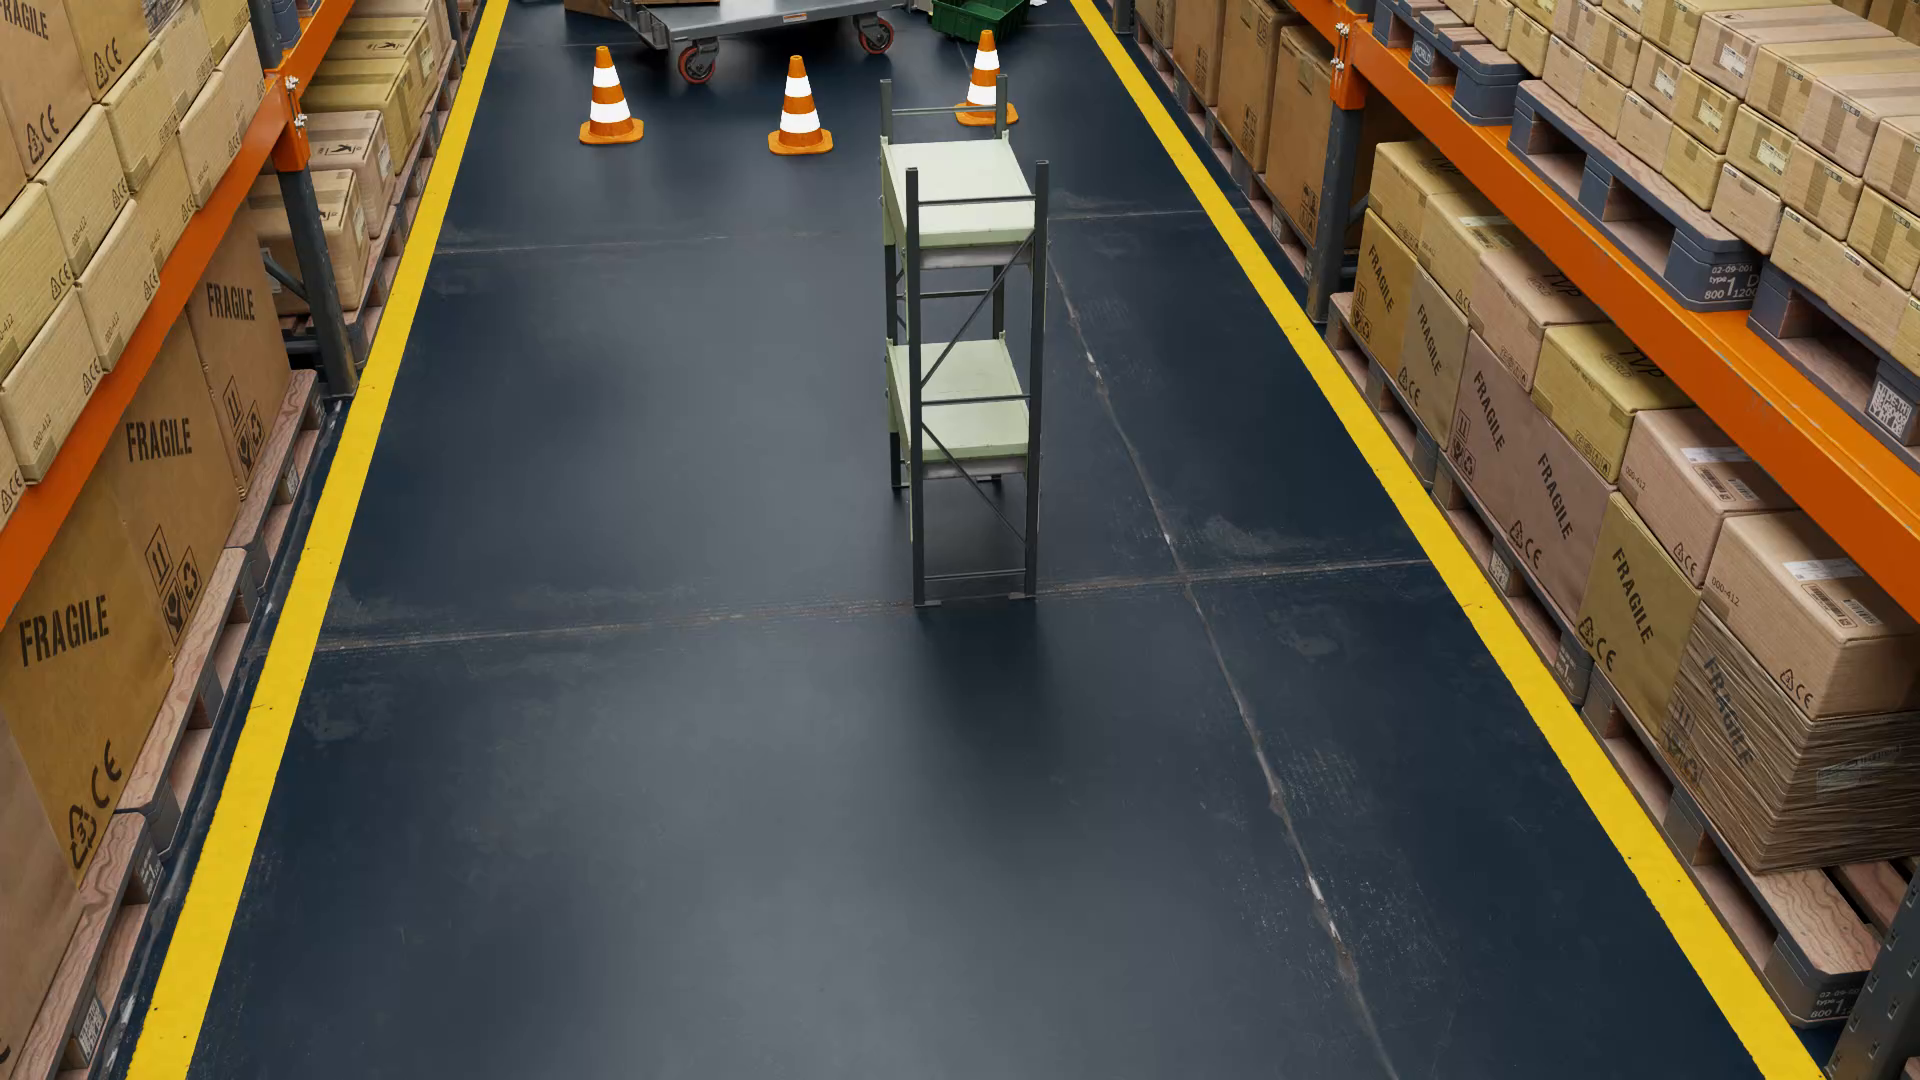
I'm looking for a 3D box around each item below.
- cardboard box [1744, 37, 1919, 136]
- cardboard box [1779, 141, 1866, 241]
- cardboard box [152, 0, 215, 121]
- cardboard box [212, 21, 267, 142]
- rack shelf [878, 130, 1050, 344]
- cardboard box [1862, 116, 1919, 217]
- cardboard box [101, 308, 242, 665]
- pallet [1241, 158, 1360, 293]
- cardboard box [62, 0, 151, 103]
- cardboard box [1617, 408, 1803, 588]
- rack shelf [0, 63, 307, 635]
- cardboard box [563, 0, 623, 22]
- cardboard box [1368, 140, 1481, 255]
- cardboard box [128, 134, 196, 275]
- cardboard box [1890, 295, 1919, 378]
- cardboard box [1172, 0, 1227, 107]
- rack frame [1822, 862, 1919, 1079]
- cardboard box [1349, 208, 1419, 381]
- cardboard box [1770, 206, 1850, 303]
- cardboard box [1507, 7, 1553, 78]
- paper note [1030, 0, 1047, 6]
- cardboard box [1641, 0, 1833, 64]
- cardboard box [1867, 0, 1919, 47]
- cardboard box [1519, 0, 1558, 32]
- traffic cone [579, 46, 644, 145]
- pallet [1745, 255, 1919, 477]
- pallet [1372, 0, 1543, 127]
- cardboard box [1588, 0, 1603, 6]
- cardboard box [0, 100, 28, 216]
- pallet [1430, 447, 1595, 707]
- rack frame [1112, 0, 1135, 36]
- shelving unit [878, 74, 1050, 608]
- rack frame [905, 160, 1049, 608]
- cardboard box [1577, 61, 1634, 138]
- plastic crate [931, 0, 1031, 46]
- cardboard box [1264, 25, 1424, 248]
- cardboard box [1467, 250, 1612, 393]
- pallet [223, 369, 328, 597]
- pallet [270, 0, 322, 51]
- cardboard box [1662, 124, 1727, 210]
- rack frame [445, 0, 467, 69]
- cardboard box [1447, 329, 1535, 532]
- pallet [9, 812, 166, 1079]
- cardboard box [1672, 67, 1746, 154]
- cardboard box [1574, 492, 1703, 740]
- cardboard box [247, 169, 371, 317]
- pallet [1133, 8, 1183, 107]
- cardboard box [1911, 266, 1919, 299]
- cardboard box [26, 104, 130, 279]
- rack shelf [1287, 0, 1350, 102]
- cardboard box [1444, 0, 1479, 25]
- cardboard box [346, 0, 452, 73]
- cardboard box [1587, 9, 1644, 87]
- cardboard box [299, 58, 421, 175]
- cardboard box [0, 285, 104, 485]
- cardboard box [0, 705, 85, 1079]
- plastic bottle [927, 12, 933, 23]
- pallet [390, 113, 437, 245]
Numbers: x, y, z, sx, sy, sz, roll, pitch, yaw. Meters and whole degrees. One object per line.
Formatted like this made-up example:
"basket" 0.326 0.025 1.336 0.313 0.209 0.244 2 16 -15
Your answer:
"cardboard box" 2.152 -1.095 4.015 0.380 0.149 0.250 -5 35 -8
"cardboard box" 2.177 -0.830 3.890 0.380 0.149 0.250 -5 35 -8
"cardboard box" -2.506 -1.401 4.831 0.500 0.250 0.500 -5 35 -8
"cardboard box" -2.570 -1.468 5.374 0.500 0.250 0.500 -6 35 -8
"rack shelf" -0.001 -0.946 5.113 0.431 0.370 0.720 -4 35 -6
"cardboard box" 2.217 -0.811 3.598 0.380 0.149 0.250 -5 35 -8
"cardboard box" -2.769 -0.199 4.892 0.875 0.875 0.875 -4 34 -6
"pallet" 1.965 -1.517 7.789 1.003 0.211 1.213 -4 35 -6
"cardboard box" -2.429 -1.415 4.187 0.500 0.500 0.500 -4 35 -6
"cardboard box" 2.128 -0.127 4.453 0.500 0.250 0.500 -3 34 -4
"rack shelf" -2.626 -0.379 4.282 1.077 0.370 4.000 -4 35 -6
"cardboard box" -2.229 -3.694 10.724 0.500 0.500 0.500 20 39 26
"cardboard box" 1.849 -1.271 6.133 0.500 0.250 0.500 -6 35 -9
"cardboard box" -2.434 -0.902 4.543 0.500 0.250 0.500 -5 35 -7
"cardboard box" 2.249 -0.413 3.543 0.380 0.149 0.250 -4 34 -6
"cardboard box" 1.757 -2.822 8.852 1.050 0.750 0.750 -4 35 -6
"rack frame" 2.534 0.008 3.075 1.000 3.000 0.127 -4 35 -6
"cardboard box" 1.839 -0.951 6.328 0.500 0.500 0.500 -6 35 -8
"cardboard box" 2.184 -0.692 3.953 0.380 0.149 0.250 -6 35 -9
"cardboard box" 1.967 -1.578 5.252 0.380 0.149 0.250 -3 34 -4
"paper note" 0.471 -3.536 10.911 0.142 0.020 0.147 27 43 34
"cardboard box" 2.075 -1.394 4.454 0.380 0.149 0.250 -5 35 -7
"cardboard box" 2.722 -1.434 4.512 0.380 0.149 0.250 -3 34 -5
"cardboard box" 1.974 -1.691 5.154 0.380 0.149 0.250 -4 35 -6
"traffic cone" -1.879 -2.391 8.847 0.336 0.463 0.334 -4 35 -6
"pallet" 2.576 -0.350 3.771 1.003 0.211 1.213 -4 35 -6
"pallet" 2.198 -1.755 5.832 1.213 0.211 1.003 -4 35 -6
"cardboard box" 2.007 -1.681 4.876 0.380 0.149 0.250 -3 34 -4
"cardboard box" -2.292 -0.844 3.349 0.500 0.500 0.500 -5 35 -8
"pallet" 2.261 0.044 5.498 1.003 0.211 1.213 -4 35 -6
"rack frame" 1.458 -4.456 9.625 1.000 3.000 0.127 -4 35 -6
"shelving unit" -0.001 -0.623 5.333 0.431 1.500 0.755 -4 35 -6
"rack frame" 0.048 -0.419 5.033 0.400 1.500 0.023 -4 35 -6
"cardboard box" 2.037 -1.289 4.828 0.380 0.149 0.250 -4 34 -6
"plastic crate" 0.137 -3.316 10.398 0.450 0.188 0.662 21 39 12
"cardboard box" 2.004 -1.815 7.374 1.050 0.750 0.750 -5 35 -7
"cardboard box" 1.971 -0.711 5.311 0.500 0.250 0.500 -4 34 -6
"pallet" -2.864 -0.195 5.848 1.003 0.211 1.213 -4 35 -6
"pallet" -3.097 -2.103 6.343 1.213 0.211 1.003 -4 35 -6
"cardboard box" 2.106 -0.995 4.397 0.380 0.149 0.250 -3 34 -4
"rack frame" -3.433 -4.025 8.993 1.000 3.000 0.127 -4 35 -6
"cardboard box" 1.983 -0.384 5.497 0.500 0.500 0.500 -5 35 -8
"pallet" -2.536 1.167 3.850 1.003 0.211 1.213 -4 35 -6
"cardboard box" 2.104 -1.127 4.326 0.380 0.149 0.250 -4 35 -6
"cardboard box" 2.116 0.187 4.658 0.500 0.500 0.500 -5 35 -8
"cardboard box" -2.961 -1.197 6.803 0.950 0.372 0.625 -7 35 -10
"pallet" 1.637 -2.879 9.787 1.003 0.211 1.213 -4 35 -6
"cardboard box" 2.248 -0.539 3.463 0.380 0.149 0.250 -4 34 -6
"cardboard box" -2.346 -0.827 3.989 0.500 0.250 0.500 -5 35 -8
"rack shelf" 1.727 -3.043 8.190 1.077 0.370 4.000 -4 35 -6
"cardboard box" 1.892 -1.879 5.694 0.380 0.149 0.250 -3 34 -4
"cardboard box" -3.360 -2.820 9.185 0.950 0.372 0.625 -4 34 -6
"cardboard box" 2.037 -1.413 4.746 0.380 0.149 0.250 -5 35 -7
"cardboard box" -3.165 -2.031 8.028 0.950 0.372 0.625 -3 34 -5
"cardboard box" -2.279 -0.340 3.719 0.500 0.250 0.500 -5 35 -7
"cardboard box" -2.520 0.804 3.421 0.875 0.875 0.875 -3 34 -5
"plastic bottle" -0.074 -3.282 10.511 0.133 0.061 0.283 -24 41 -30
"pallet" -3.160 -1.756 8.139 1.003 0.211 1.213 -4 35 -6
